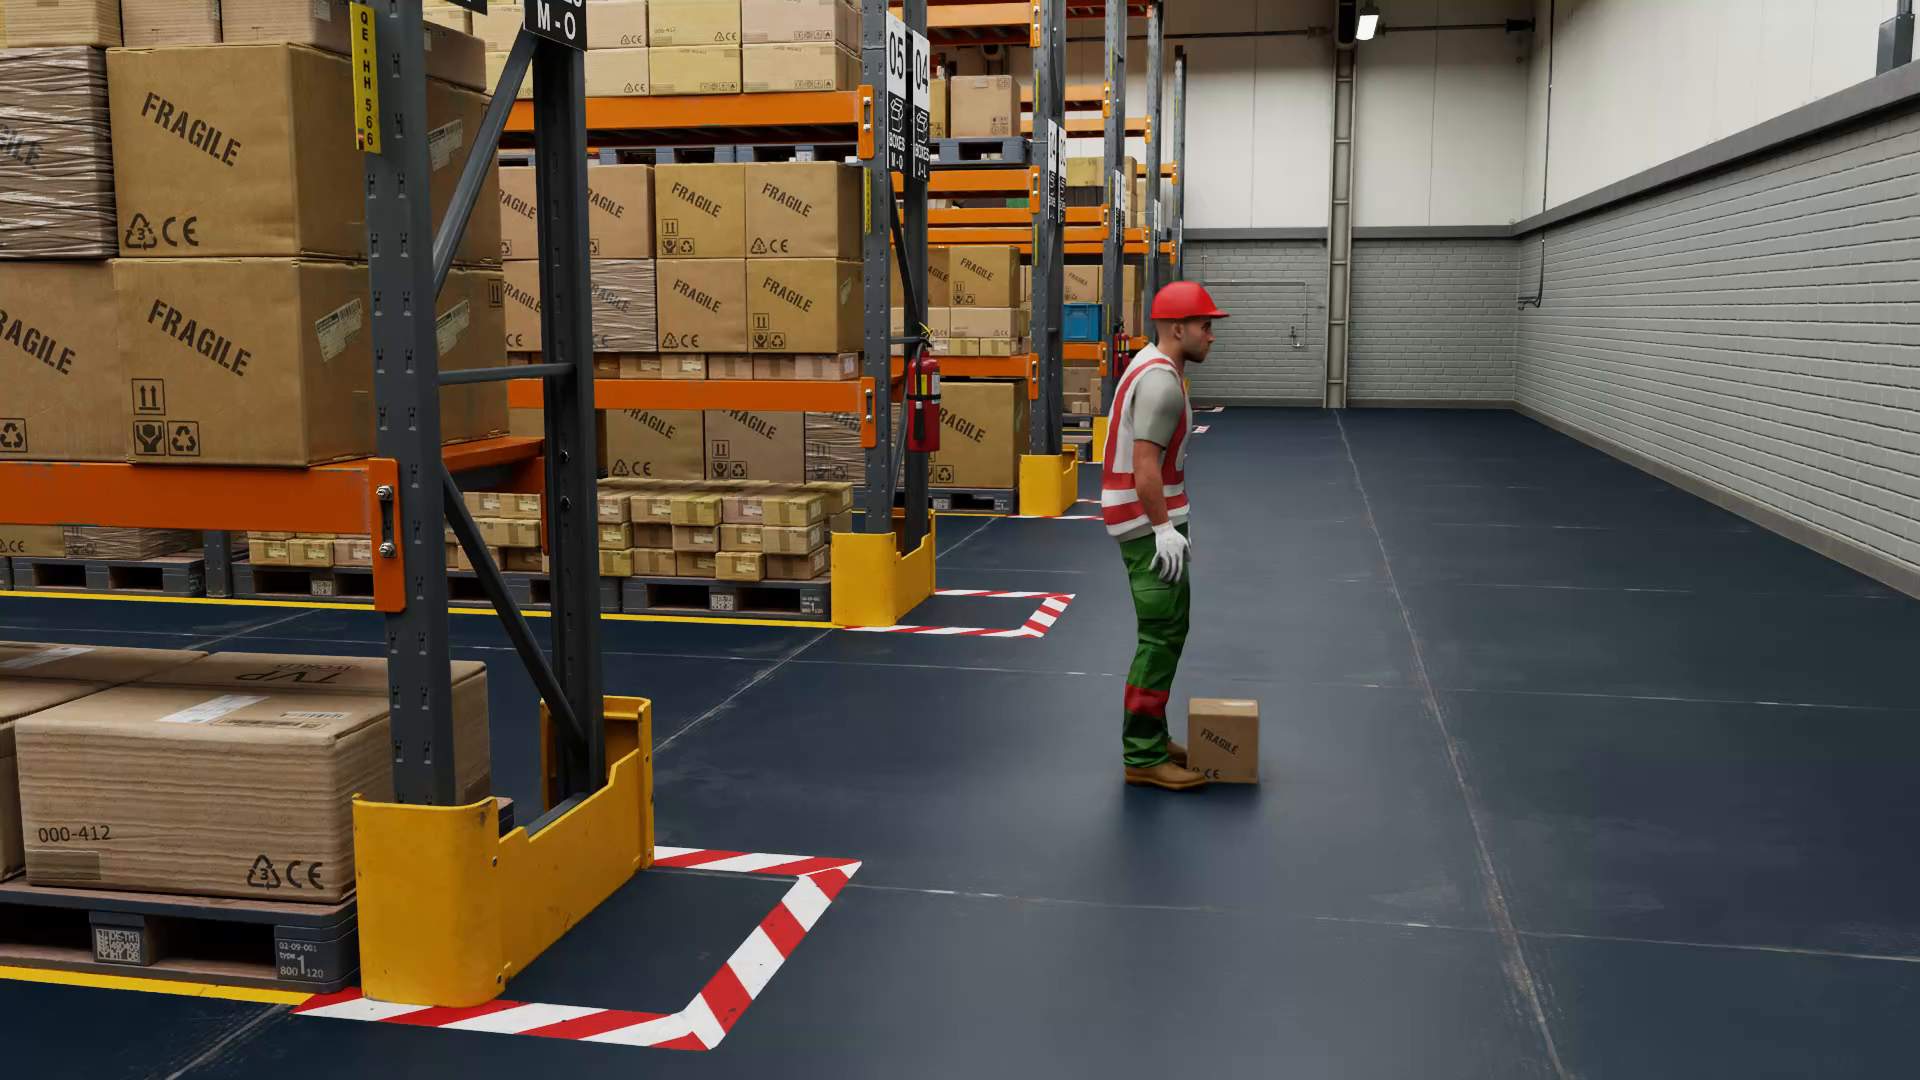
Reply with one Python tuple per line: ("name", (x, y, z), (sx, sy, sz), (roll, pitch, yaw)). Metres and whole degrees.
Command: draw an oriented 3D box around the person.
("person", (0.737, -0.032, 5.980), (0.448, 1.780, 0.609), (2, 8, 12))
